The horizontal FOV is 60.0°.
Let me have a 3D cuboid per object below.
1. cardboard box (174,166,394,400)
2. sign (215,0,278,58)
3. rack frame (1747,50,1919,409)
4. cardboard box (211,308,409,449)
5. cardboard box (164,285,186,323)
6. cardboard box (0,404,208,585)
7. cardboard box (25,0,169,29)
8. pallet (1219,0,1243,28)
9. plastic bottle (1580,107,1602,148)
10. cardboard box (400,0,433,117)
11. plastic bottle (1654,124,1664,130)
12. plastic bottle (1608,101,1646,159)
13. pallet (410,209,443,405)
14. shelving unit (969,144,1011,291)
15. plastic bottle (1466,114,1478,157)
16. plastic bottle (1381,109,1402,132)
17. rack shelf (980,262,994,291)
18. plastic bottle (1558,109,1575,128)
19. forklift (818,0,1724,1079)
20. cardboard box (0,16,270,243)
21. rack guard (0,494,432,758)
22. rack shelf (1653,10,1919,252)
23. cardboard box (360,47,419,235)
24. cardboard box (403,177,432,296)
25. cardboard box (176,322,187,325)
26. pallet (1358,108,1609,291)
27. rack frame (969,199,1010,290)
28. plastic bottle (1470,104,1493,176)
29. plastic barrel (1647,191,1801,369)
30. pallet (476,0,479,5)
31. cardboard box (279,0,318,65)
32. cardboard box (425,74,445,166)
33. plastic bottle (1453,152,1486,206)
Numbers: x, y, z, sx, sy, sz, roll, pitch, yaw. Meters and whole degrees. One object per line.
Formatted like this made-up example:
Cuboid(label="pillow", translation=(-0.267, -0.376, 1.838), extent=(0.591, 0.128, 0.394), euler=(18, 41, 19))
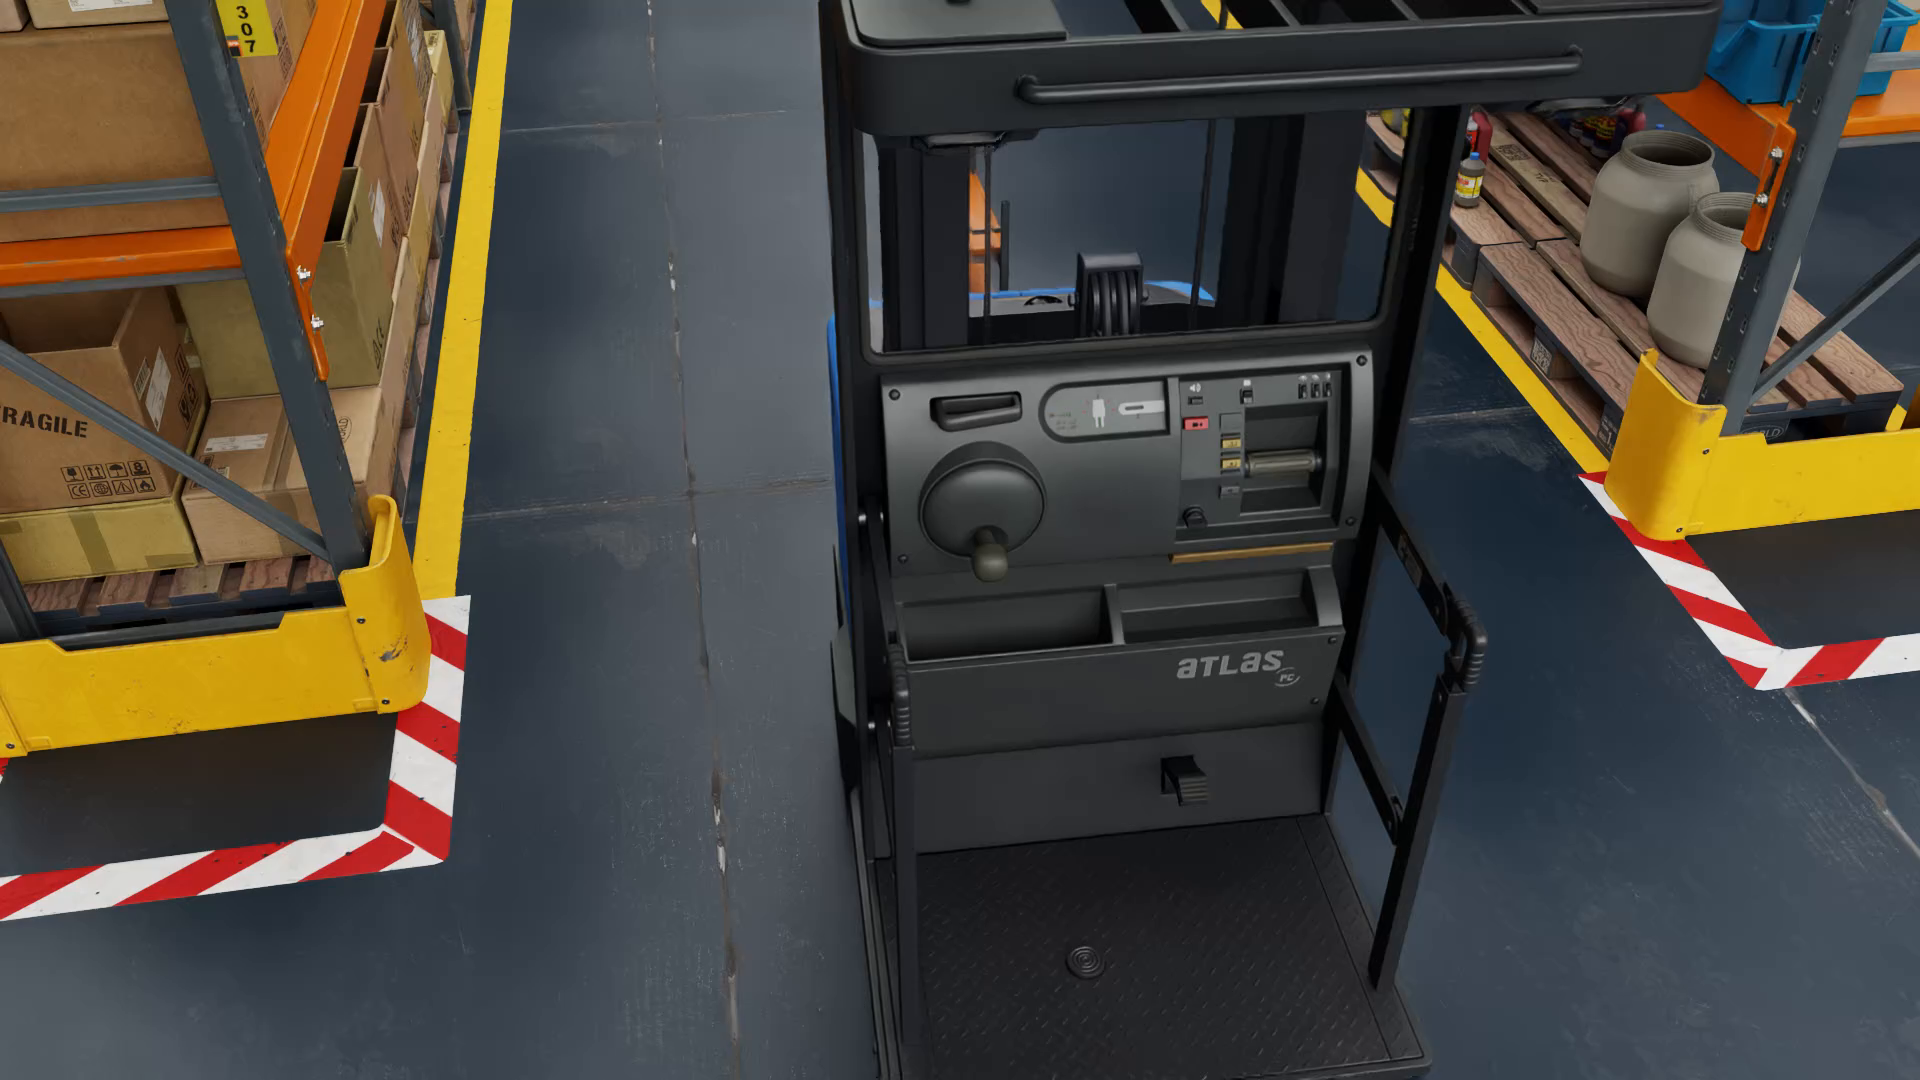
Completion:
Cuboid(label="cardboard box", translation=(-2.072, -0.796, 5.118), extent=(0.500, 0.500, 0.500), euler=(-6, 38, -8))
Cuboid(label="sign", translation=(-1.559, -1.200, 3.579), extent=(0.100, 0.325, 0.005), euler=(-6, 38, -8))
Cuboid(label="rack frame", translation=(2.774, -1.301, 4.480), extent=(0.949, 2.616, 0.053), euler=(-6, 38, -8))
Cuboid(label="cardboard box", translation=(-2.073, -0.500, 5.348), extent=(0.500, 0.250, 0.500), euler=(-6, 38, -8))
Cuboid(label="cardboard box", translation=(-2.684, -1.041, 5.433), extent=(0.500, 0.500, 0.500), euler=(-6, 38, -8))
Cuboid(label="cardboard box", translation=(-2.492, -0.143, 4.888), extent=(0.500, 0.250, 0.500), euler=(-6, 38, -8))
Cuboid(label="cardboard box", translation=(-1.964, -1.326, 3.902), extent=(0.380, 0.149, 0.250), euler=(-6, 38, -8))
Cuboid(label="pallet", translation=(1.893, -3.086, 9.050), extent=(1.003, 0.211, 1.213), euler=(-6, 38, -8))
Cuboid(label="plastic bottle", translation=(2.682, -1.793, 6.979), extent=(0.097, 0.271, 0.097), euler=(0, 38, 0))
Cuboid(label="cardboard box", translation=(-2.436, -2.003, 6.671), extent=(0.500, 0.500, 0.500), euler=(-6, 38, -8))
Cuboid(label="plastic bottle", translation=(2.759, -1.526, 6.634), extent=(0.097, 0.271, 0.097), euler=(0, 38, 0))
Cuboid(label="plastic bottle", translation=(2.738, -1.669, 6.809), extent=(0.061, 0.283, 0.133), euler=(-6, 38, -7))
Cuboid(label="pallet", translation=(-2.493, -0.862, 6.188), extent=(1.003, 0.211, 1.213), euler=(-6, 38, -8))
Cuboid(label="shelving unit", translation=(-0.029, -0.574, 5.011), extent=(0.258, 1.200, 0.503), euler=(-6, 38, -8))
Cuboid(label="plastic bottle", translation=(2.000, -1.616, 6.747), extent=(0.152, 0.276, 0.135), euler=(-6, 38, -8))
Cuboid(label="plastic bottle", translation=(1.910, -1.942, 7.105), extent=(0.144, 0.351, 0.185), euler=(-7, 38, -8))
Cuboid(label="rack shelf", translation=(-0.029, -0.697, 4.915), extent=(0.258, 0.148, 0.480), euler=(-6, 38, -8))
Cuboid(label="plastic bottle", translation=(2.646, -1.916, 7.136), extent=(0.097, 0.271, 0.097), euler=(0, 38, 0))
Cuboid(label="forklift", translation=(1.012, -1.967, 4.767), extent=(3.137, 3.703, 7.990), euler=(-5, 38, -6))
Cuboid(label="cardboard box", translation=(-2.176, -1.093, 4.131), extent=(0.700, 0.500, 0.500), euler=(-6, 38, -8))
Cuboid(label="rack guard", translation=(-2.103, 0.231, 4.545), extent=(1.175, 0.500, 0.348), euler=(-6, 38, -8))
Cuboid(label="rack shelf", translation=(2.420, -2.225, 6.255), extent=(1.077, 0.370, 4.000), euler=(-6, 38, -8))
Cuboid(label="cardboard box", translation=(-2.242, -1.401, 5.896), extent=(0.500, 0.500, 0.500), euler=(-6, 38, -8))
Cuboid(label="cardboard box", translation=(-2.243, -1.105, 6.126), extent=(0.500, 0.250, 0.500), euler=(-6, 38, -8))
Cuboid(label="cardboard box", translation=(-2.681, -0.745, 5.663), extent=(0.500, 0.250, 0.500), euler=(-6, 38, -8))
Cuboid(label="pallet", translation=(2.363, -1.467, 6.967), extent=(1.003, 0.211, 1.213), euler=(-6, 38, -8))
Cuboid(label="rack frame", translation=(0.014, -0.426, 4.821), extent=(0.240, 1.200, 0.015), euler=(-6, 38, -8))
Cuboid(label="plastic bottle", translation=(2.104, -1.631, 6.760), extent=(0.061, 0.283, 0.133), euler=(-6, 38, -8))
Cuboid(label="plastic barrel", translation=(2.580, -0.874, 5.615), extent=(0.421, 0.512, 0.421), euler=(0, 38, 0))
Cuboid(label="pallet", translation=(-3.193, -3.265, 9.280), extent=(1.003, 0.211, 1.213), euler=(-6, 38, -8))
Cuboid(label="cardboard box", translation=(-2.354, -1.711, 4.925), extent=(0.700, 0.500, 0.500), euler=(-6, 38, -8))
Cuboid(label="cardboard box", translation=(-2.434, -1.707, 6.901), extent=(0.500, 0.250, 0.500), euler=(-6, 38, -8))
Cuboid(label="plastic bottle", translation=(2.017, -1.432, 6.570), extent=(0.097, 0.201, 0.097), euler=(0, 38, 0))
